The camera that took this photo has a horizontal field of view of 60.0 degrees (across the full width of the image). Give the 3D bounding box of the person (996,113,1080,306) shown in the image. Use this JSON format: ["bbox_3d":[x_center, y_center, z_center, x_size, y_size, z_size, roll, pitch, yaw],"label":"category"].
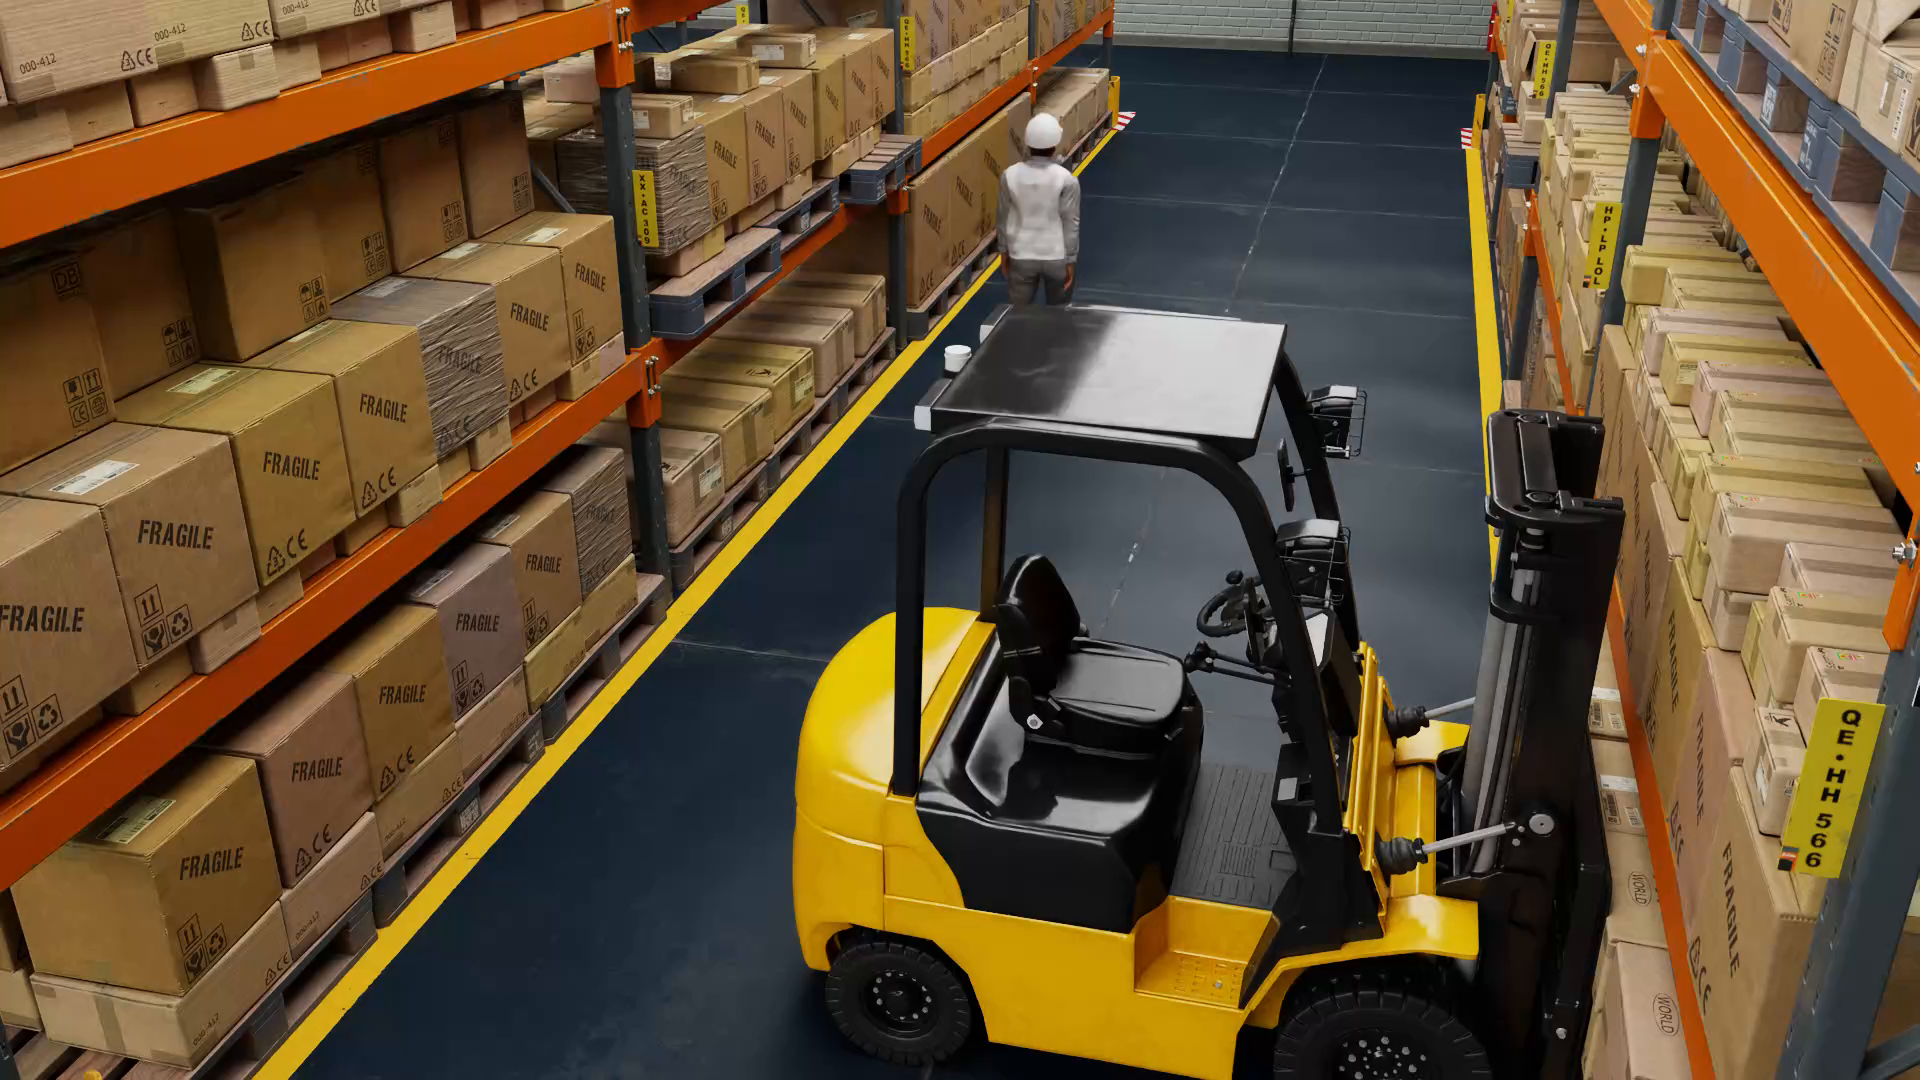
[{"bbox_3d":[0.476,-1.755,10.285,0.536,1.748,0.736,7,26,14],"label":"person"}]
